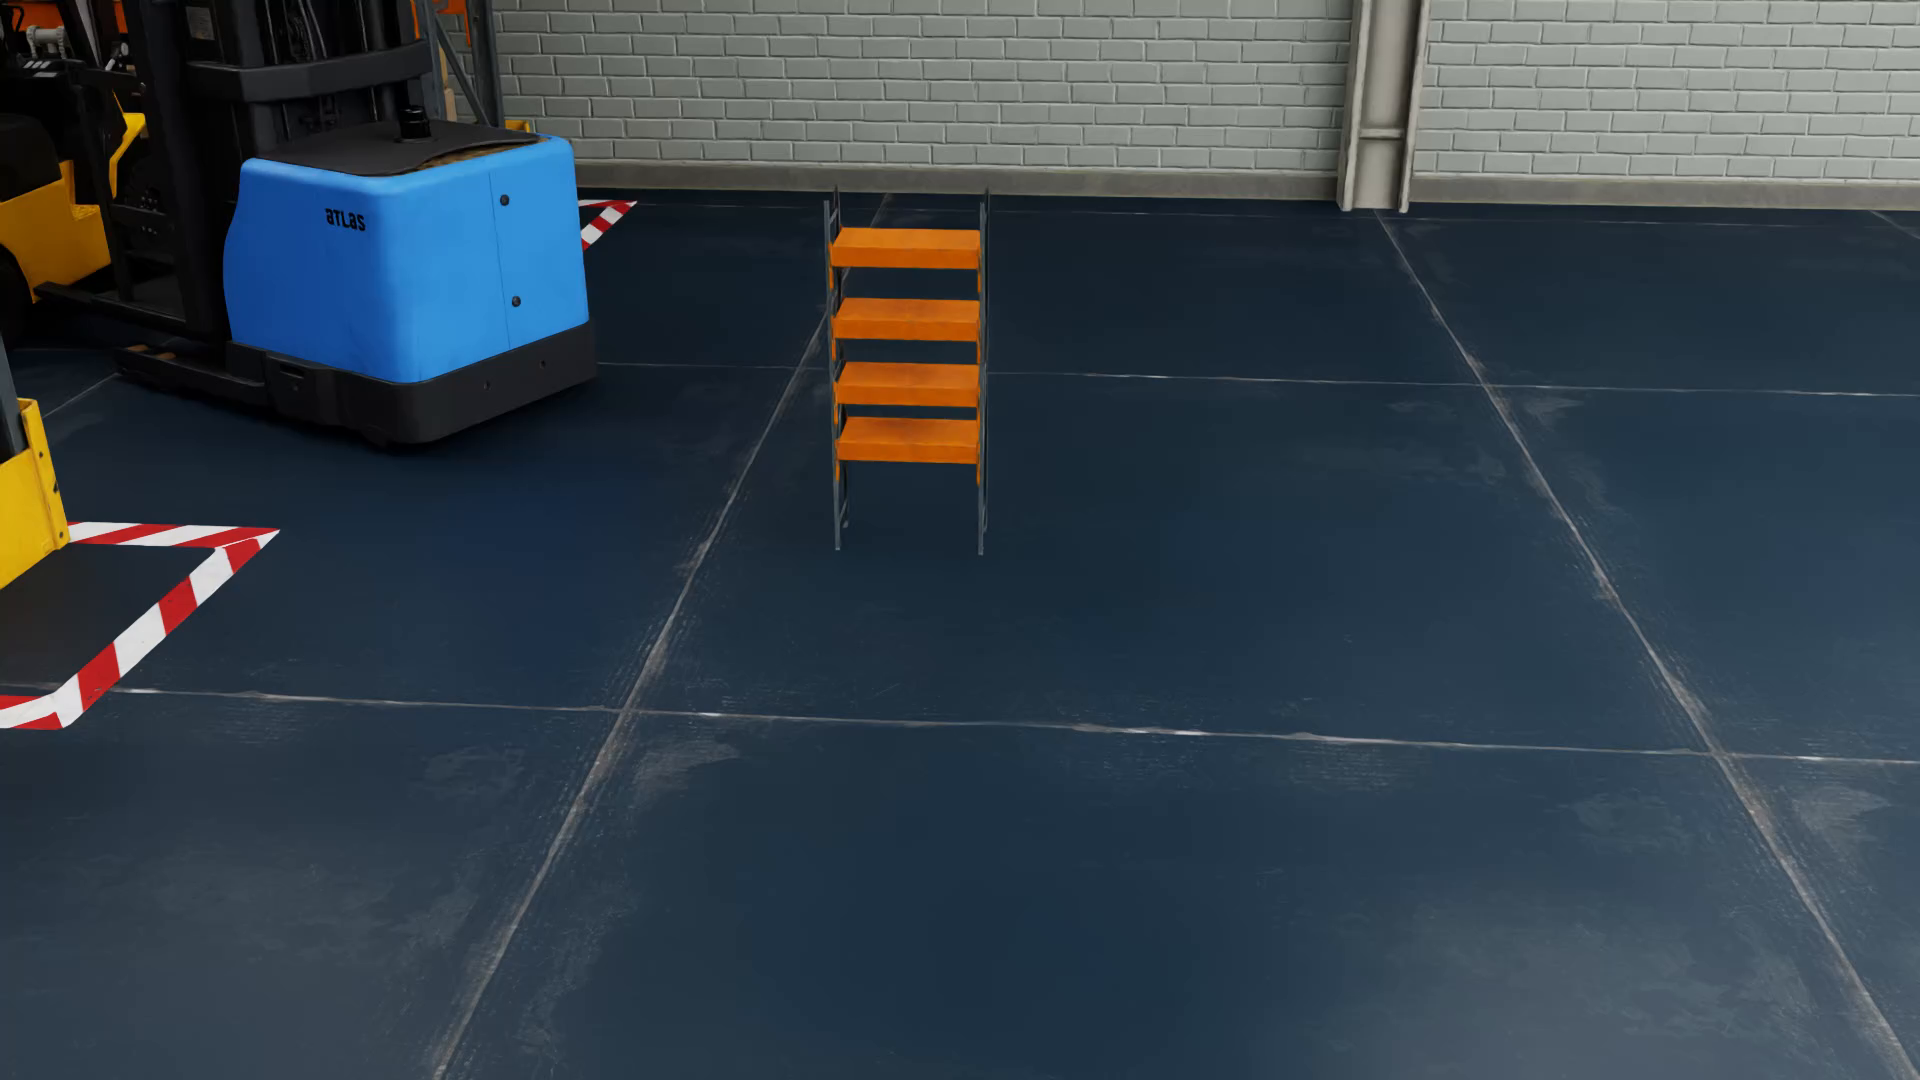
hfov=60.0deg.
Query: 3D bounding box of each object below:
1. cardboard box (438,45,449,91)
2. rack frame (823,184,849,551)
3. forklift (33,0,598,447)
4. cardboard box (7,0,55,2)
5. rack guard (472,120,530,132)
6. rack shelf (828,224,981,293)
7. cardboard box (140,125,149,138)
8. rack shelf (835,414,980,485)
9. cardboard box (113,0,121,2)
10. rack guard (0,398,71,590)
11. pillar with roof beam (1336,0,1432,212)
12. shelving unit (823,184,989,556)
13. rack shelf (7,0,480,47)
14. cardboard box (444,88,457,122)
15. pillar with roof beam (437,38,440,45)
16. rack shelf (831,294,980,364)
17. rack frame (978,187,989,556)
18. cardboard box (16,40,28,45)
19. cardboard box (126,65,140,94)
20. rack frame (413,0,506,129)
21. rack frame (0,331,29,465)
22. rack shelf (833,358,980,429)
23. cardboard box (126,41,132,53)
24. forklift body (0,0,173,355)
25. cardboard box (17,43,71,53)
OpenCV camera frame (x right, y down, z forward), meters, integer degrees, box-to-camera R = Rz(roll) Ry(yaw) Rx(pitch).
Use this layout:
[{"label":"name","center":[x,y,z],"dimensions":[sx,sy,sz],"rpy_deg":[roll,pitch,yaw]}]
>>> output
[{"label":"cardboard box","center":[-3.298,-2.700,9.620],"dimensions":[0.500,0.250,0.500],"rpy_deg":[1,25,3]},{"label":"rack frame","center":[-0.408,-0.558,5.528],"dimensions":[0.015,1.200,0.240],"rpy_deg":[2,25,4]},{"label":"forklift","center":[-3.070,-2.141,6.898],"dimensions":[3.031,2.935,1.130],"rpy_deg":[15,29,29]},{"label":"cardboard box","center":[-4.873,-3.210,9.017],"dimensions":[0.500,0.500,0.500],"rpy_deg":[2,25,4]},{"label":"rack guard","center":[-2.809,-2.073,9.658],"dimensions":[0.348,0.500,1.175],"rpy_deg":[2,25,4]},{"label":"rack shelf","center":[-0.165,-0.907,5.346],"dimensions":[0.480,0.148,0.258],"rpy_deg":[2,25,4]},{"label":"cardboard box","center":[-4.358,-2.292,9.331],"dimensions":[0.500,0.250,0.500],"rpy_deg":[1,25,3]},{"label":"rack shelf","center":[-0.165,-0.309,5.622],"dimensions":[0.480,0.148,0.258],"rpy_deg":[2,25,4]},{"label":"cardboard box","center":[-4.371,-3.198,8.992],"dimensions":[0.500,0.500,0.500],"rpy_deg":[1,25,3]},{"label":"rack guard","center":[-3.285,-0.008,5.168],"dimensions":[0.348,0.500,1.175],"rpy_deg":[2,25,4]},{"label":"pillar with roof beam","center":[2.195,-4.347,4.431],"dimensions":[0.400,9.000,9.100],"rpy_deg":[2,25,4]},{"label":"shelving unit","center":[-0.165,-0.550,5.511],"dimensions":[0.503,1.200,0.258],"rpy_deg":[2,25,4]},{"label":"rack shelf","center":[-4.827,-2.947,9.426],"dimensions":[4.000,0.370,1.077],"rpy_deg":[2,25,4]},{"label":"cardboard box","center":[-3.286,-2.480,9.740],"dimensions":[0.500,0.250,0.500],"rpy_deg":[2,25,5]},{"label":"pillar with roof beam","center":[-3.788,-4.539,4.848],"dimensions":[0.400,9.000,9.100],"rpy_deg":[2,25,4]},{"label":"rack shelf","center":[-0.165,-0.692,5.445],"dimensions":[0.480,0.148,0.258],"rpy_deg":[2,25,4]},{"label":"rack frame","center":[0.078,-0.543,5.494],"dimensions":[0.015,1.200,0.240],"rpy_deg":[2,25,4]},{"label":"cardboard box","center":[-5.809,-2.788,9.812],"dimensions":[0.500,0.250,0.500],"rpy_deg":[1,25,3]},{"label":"cardboard box","center":[-4.329,-2.516,9.220],"dimensions":[0.500,0.250,0.500],"rpy_deg":[2,25,5]},{"label":"rack frame","center":[-2.833,-3.210,9.137],"dimensions":[0.127,3.000,1.000],"rpy_deg":[2,25,4]},{"label":"rack frame","center":[-3.209,-1.141,4.640],"dimensions":[0.127,3.000,1.000],"rpy_deg":[2,25,4]},{"label":"rack shelf","center":[-0.165,-0.489,5.539],"dimensions":[0.480,0.148,0.258],"rpy_deg":[2,25,4]},{"label":"cardboard box","center":[-4.804,-2.754,9.737],"dimensions":[0.500,0.250,0.500],"rpy_deg":[1,25,3]},{"label":"forklift body","center":[-4.863,-2.124,7.794],"dimensions":[1.214,2.155,2.313],"rpy_deg":[2,25,4]},{"label":"cardboard box","center":[-5.306,-2.767,9.765],"dimensions":[0.500,0.250,0.500],"rpy_deg":[2,25,4]}]
